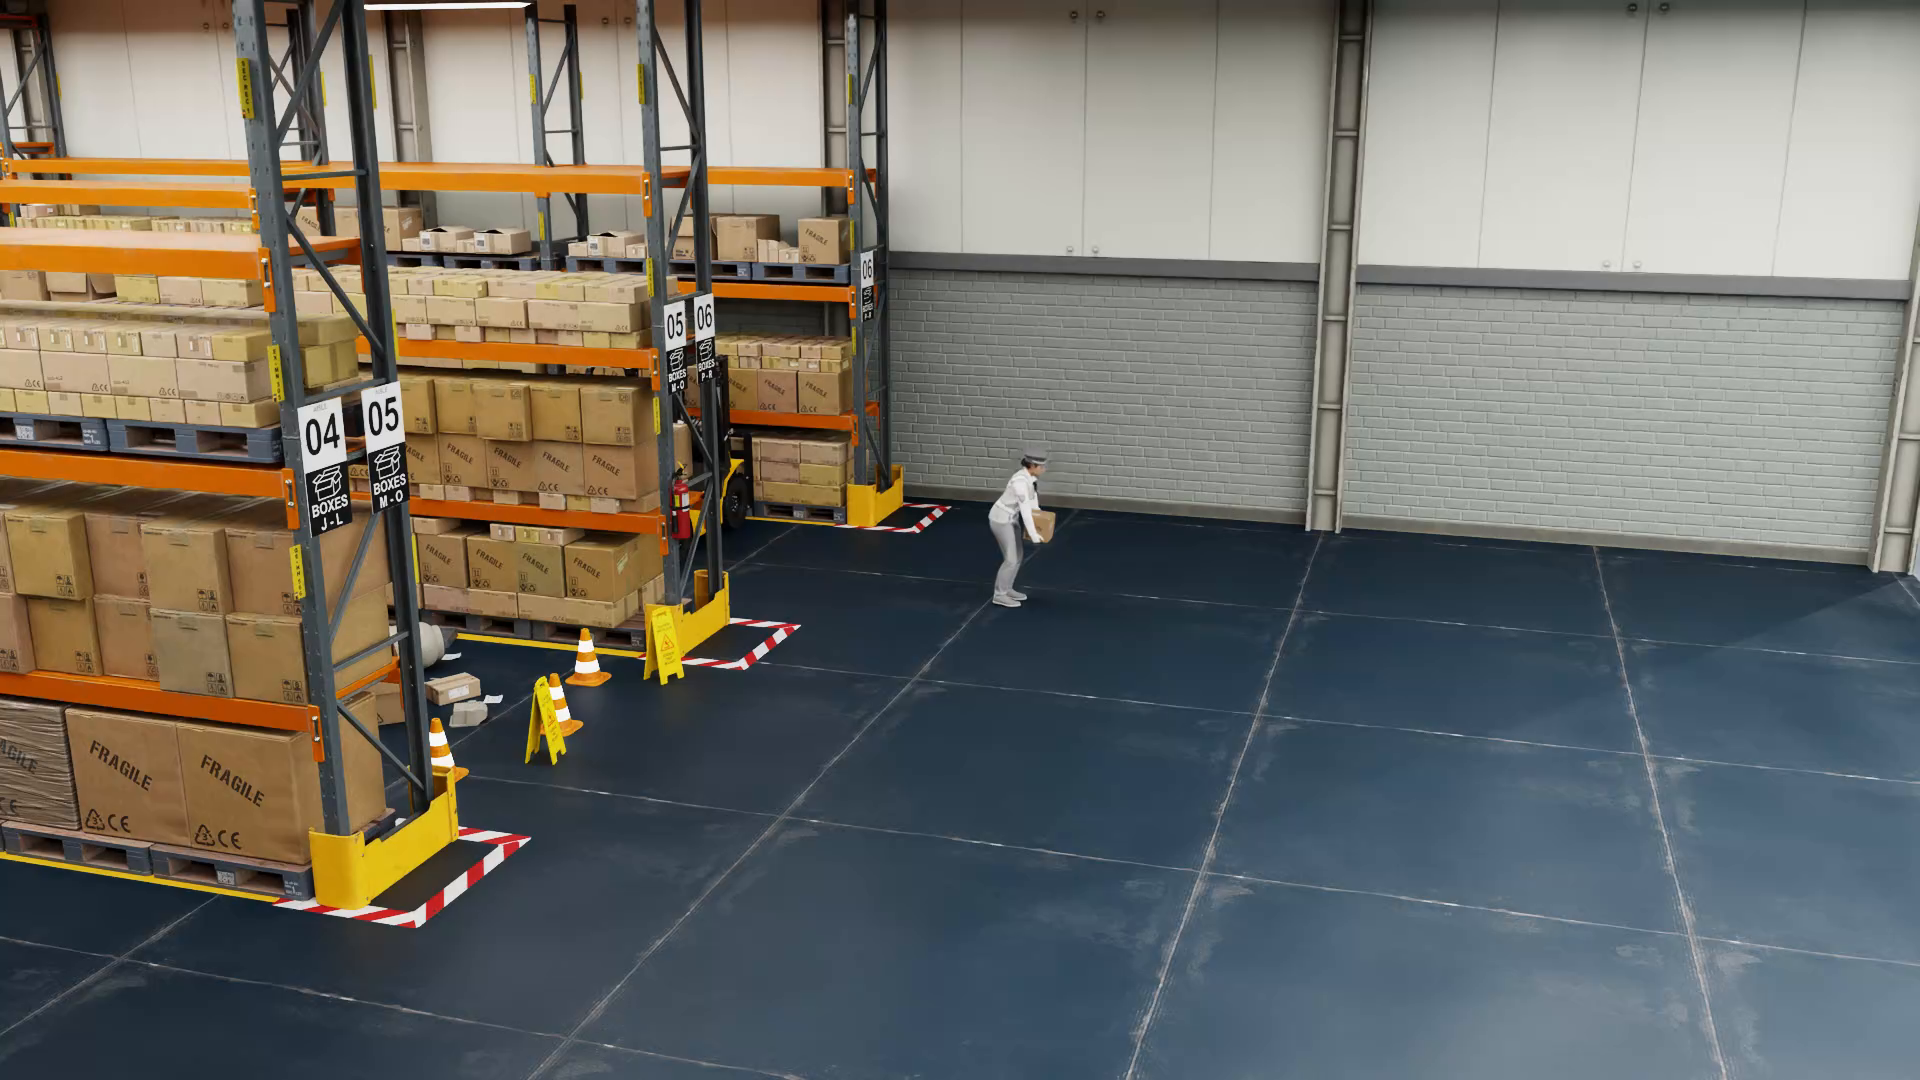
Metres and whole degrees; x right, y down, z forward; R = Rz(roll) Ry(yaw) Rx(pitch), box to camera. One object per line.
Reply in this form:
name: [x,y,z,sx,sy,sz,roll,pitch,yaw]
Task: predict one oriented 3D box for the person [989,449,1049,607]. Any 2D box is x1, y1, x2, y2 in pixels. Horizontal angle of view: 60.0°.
person: [0.585,-0.131,16.608,0.589,1.584,0.412,4,16,15]
